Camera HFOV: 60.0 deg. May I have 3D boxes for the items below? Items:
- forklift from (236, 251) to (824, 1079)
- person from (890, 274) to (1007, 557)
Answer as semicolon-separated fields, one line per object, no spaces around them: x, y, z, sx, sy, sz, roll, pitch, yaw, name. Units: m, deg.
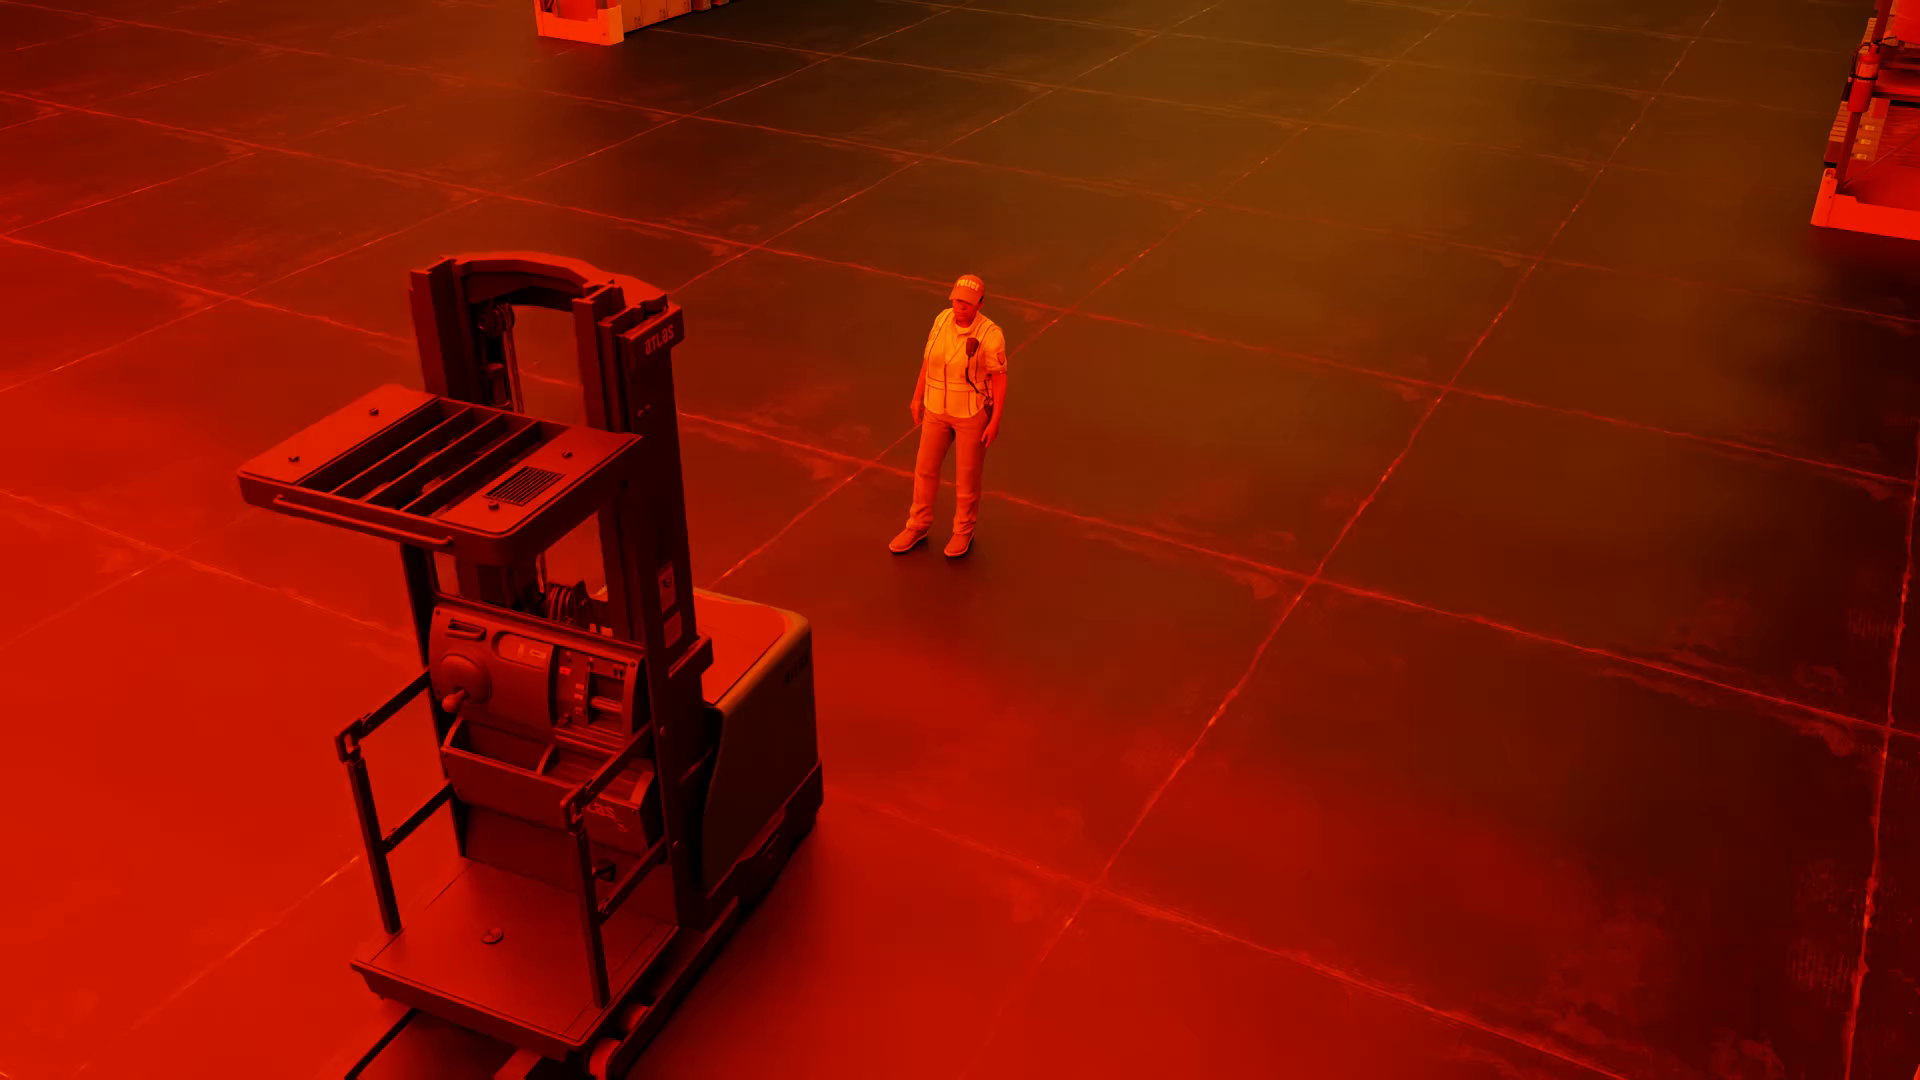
-1.692;0.567;6.089;1.130;2.935;3.031;12;32;20;forklift
-0.057;-0.701;9.534;0.598;1.670;0.529;15;33;25;person
